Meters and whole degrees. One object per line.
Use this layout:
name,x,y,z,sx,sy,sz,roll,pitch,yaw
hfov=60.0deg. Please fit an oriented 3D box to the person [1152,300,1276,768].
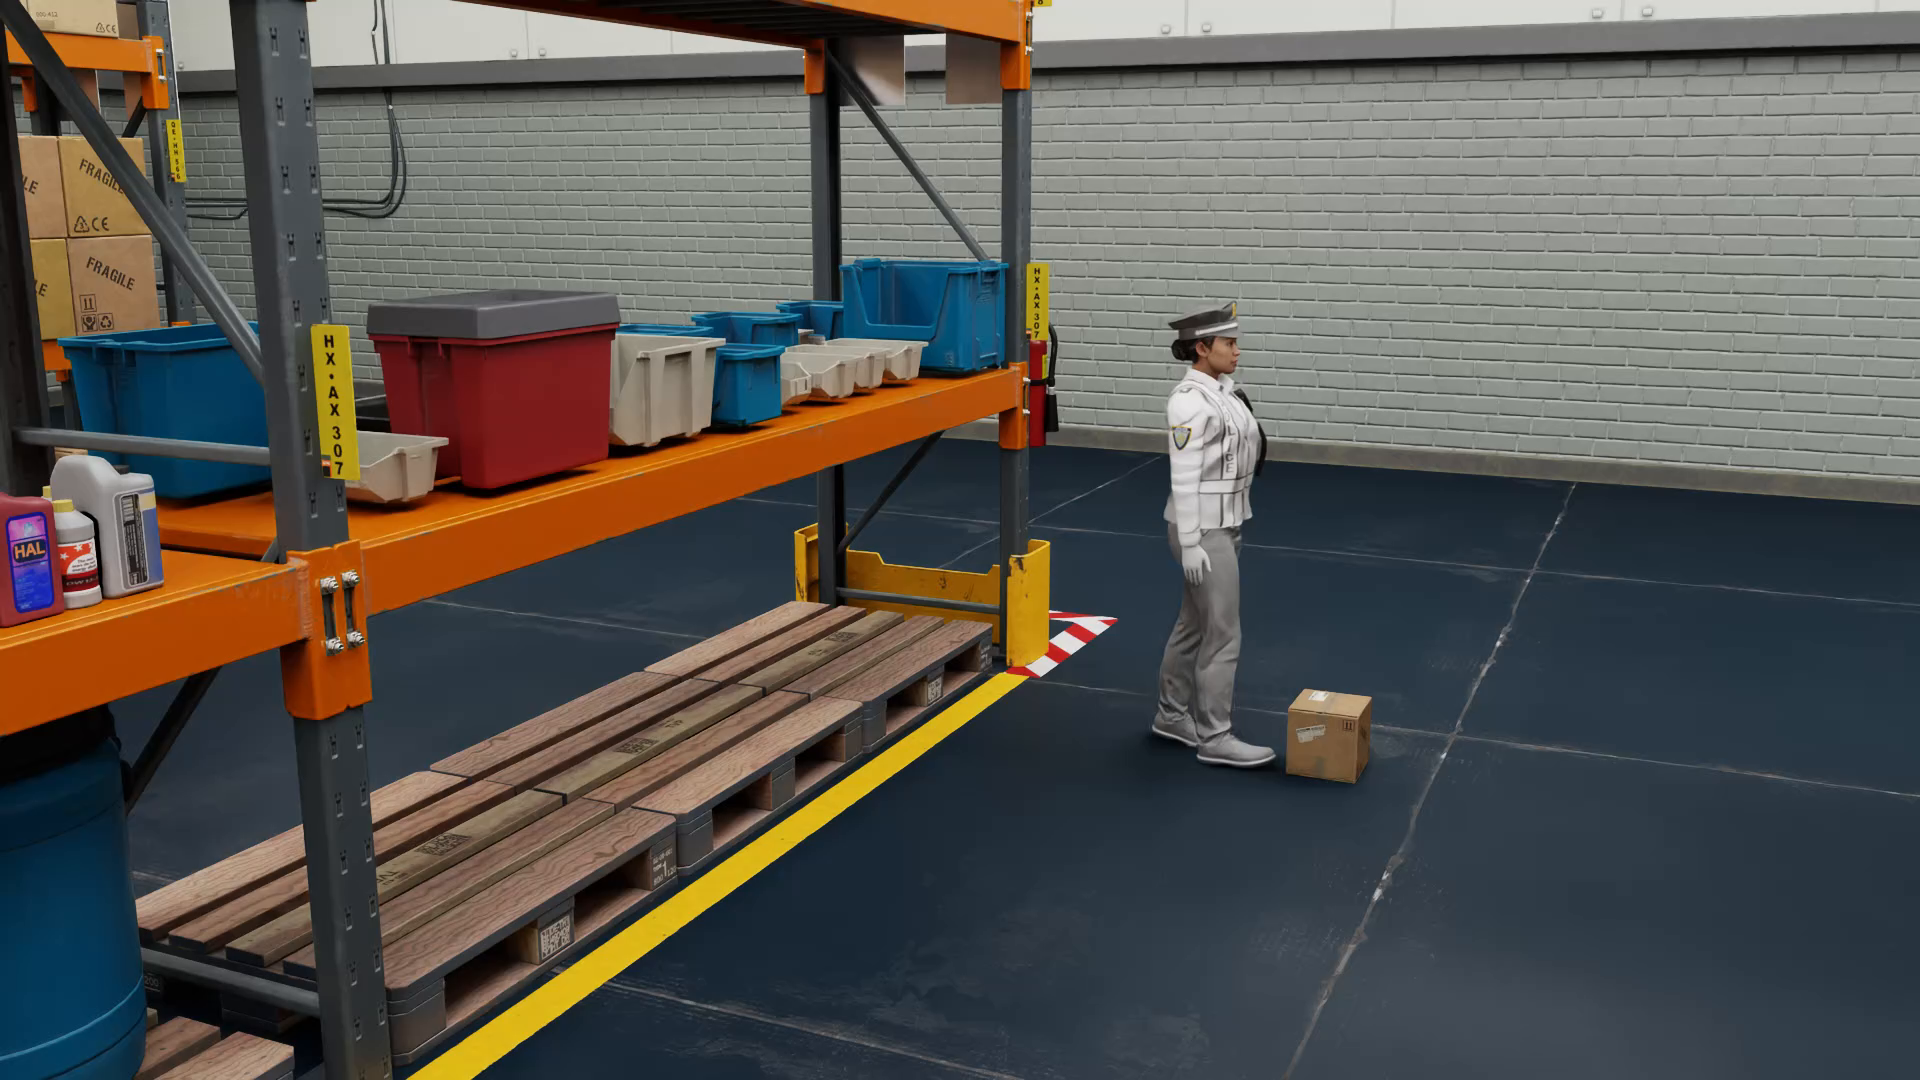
person,0.950,-0.025,6.045,0.512,1.685,0.479,6,14,24
